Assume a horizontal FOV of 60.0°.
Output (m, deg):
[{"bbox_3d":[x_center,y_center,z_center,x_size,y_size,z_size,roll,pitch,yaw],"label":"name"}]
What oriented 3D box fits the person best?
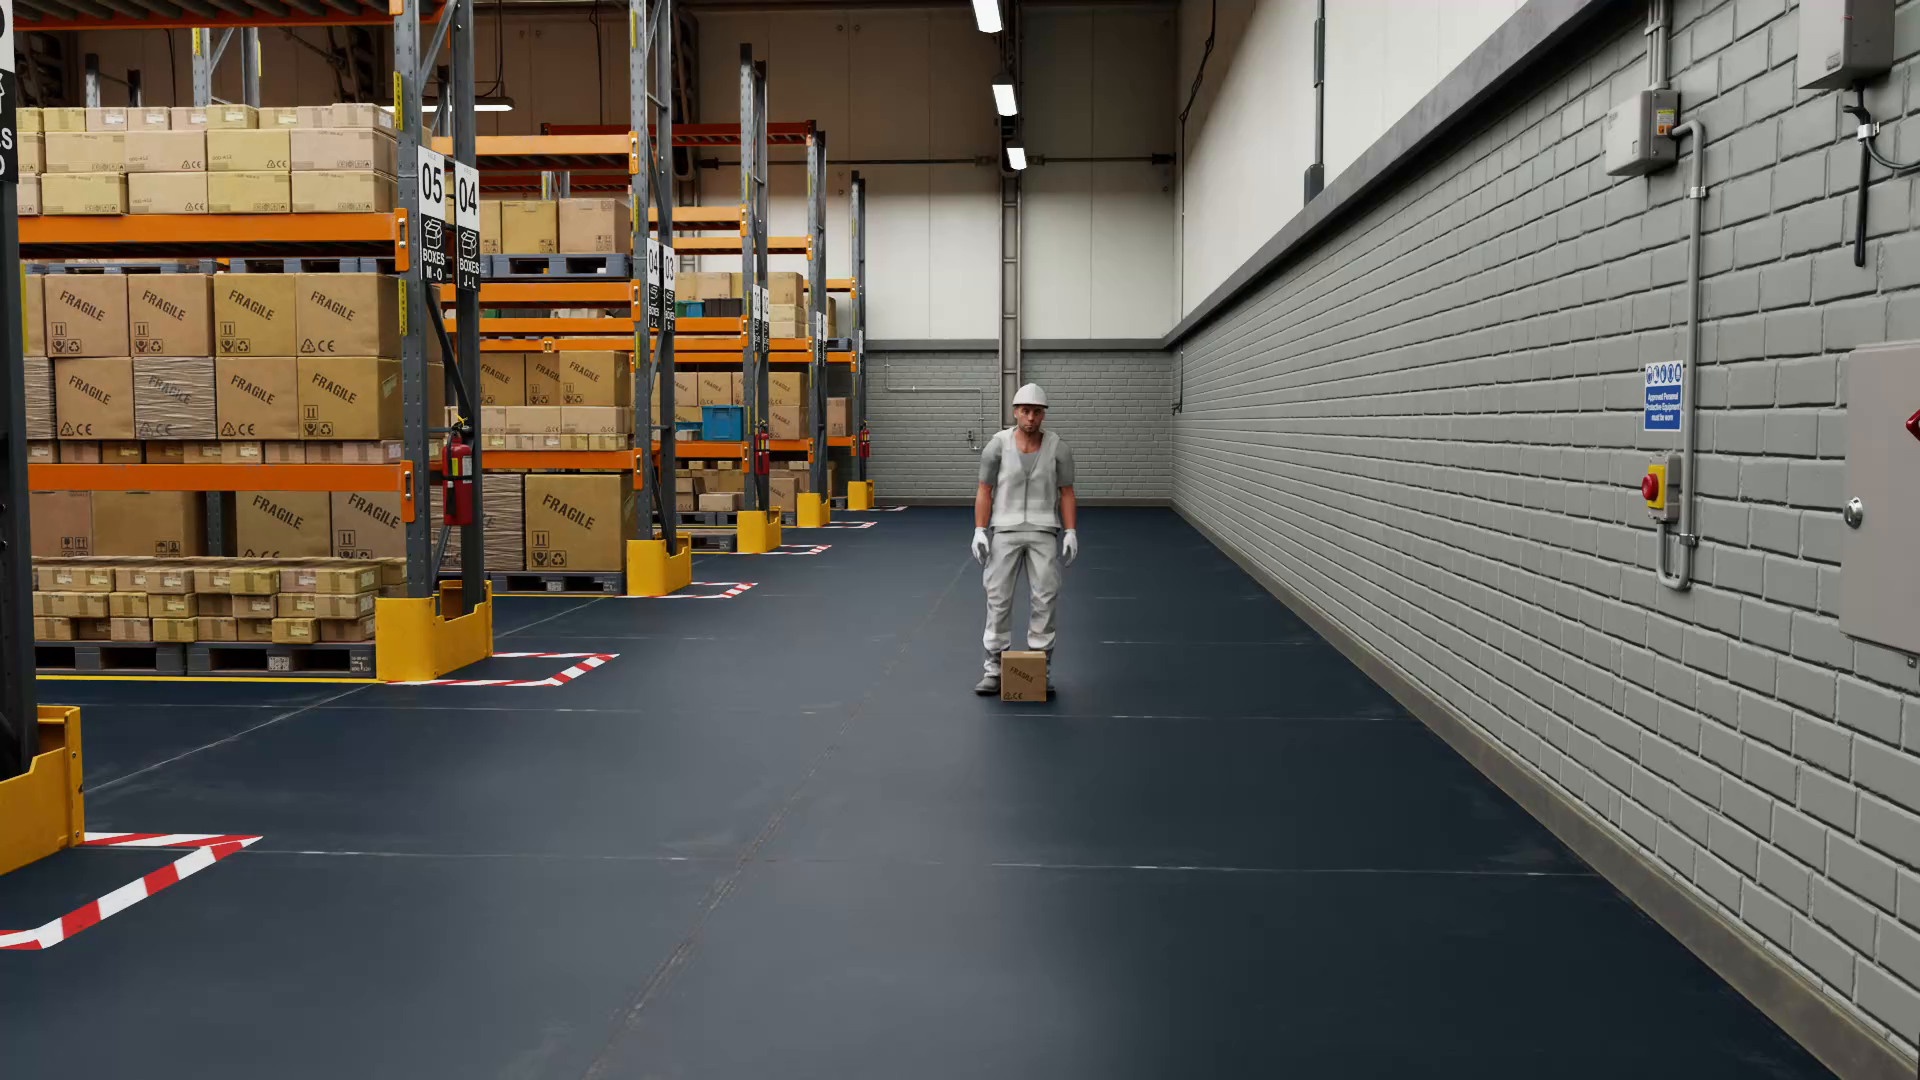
[{"bbox_3d":[0.378,-0.008,9.571,0.618,1.779,0.451,0,4,0],"label":"person"}]
